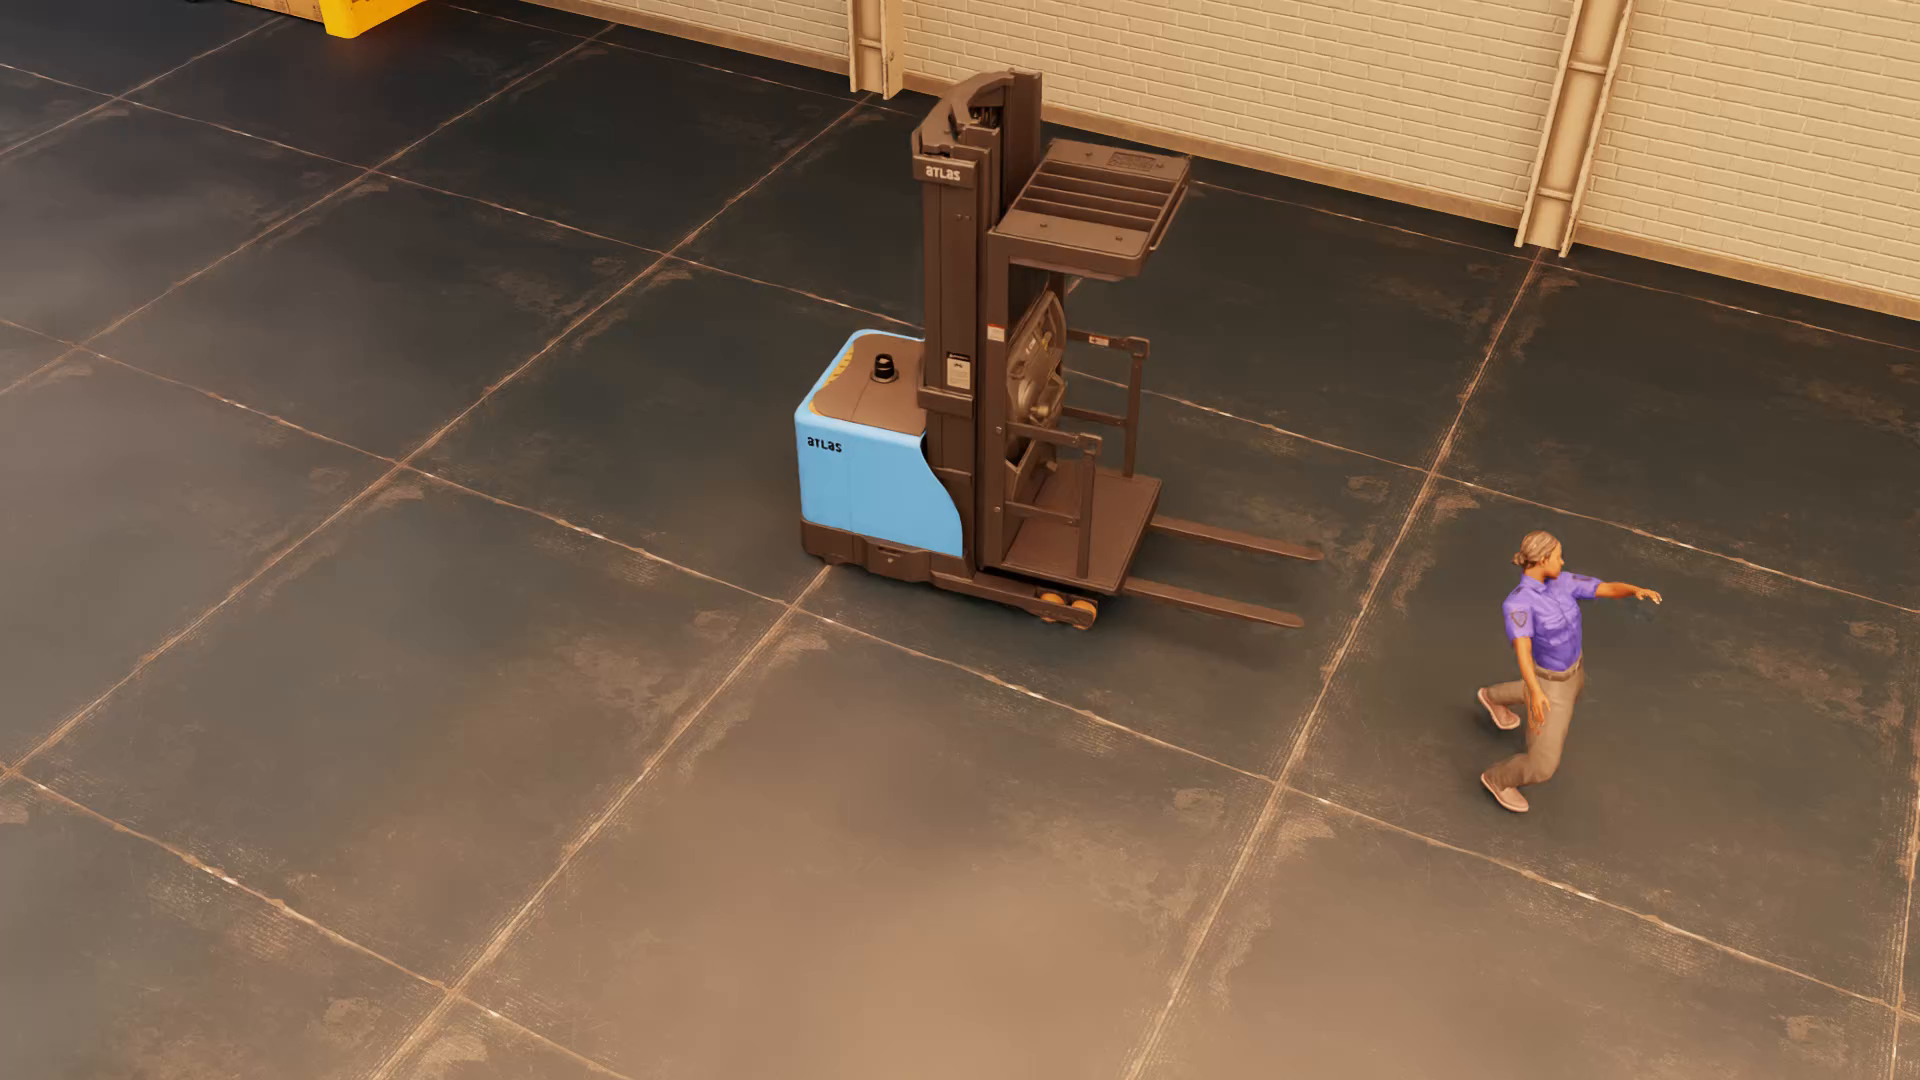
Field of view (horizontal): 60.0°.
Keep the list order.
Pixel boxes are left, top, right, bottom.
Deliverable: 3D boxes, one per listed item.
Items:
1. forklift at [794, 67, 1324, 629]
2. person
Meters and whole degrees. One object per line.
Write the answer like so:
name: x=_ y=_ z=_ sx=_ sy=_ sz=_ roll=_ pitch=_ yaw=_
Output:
forklift: x=0.609 y=-0.993 z=9.165 sx=3.031 sy=2.935 sz=1.130 roll=13 pitch=42 yaw=15
person: x=2.878 y=0.760 z=8.231 sx=0.728 sy=1.437 sz=0.994 roll=22 pitch=45 yaw=24
